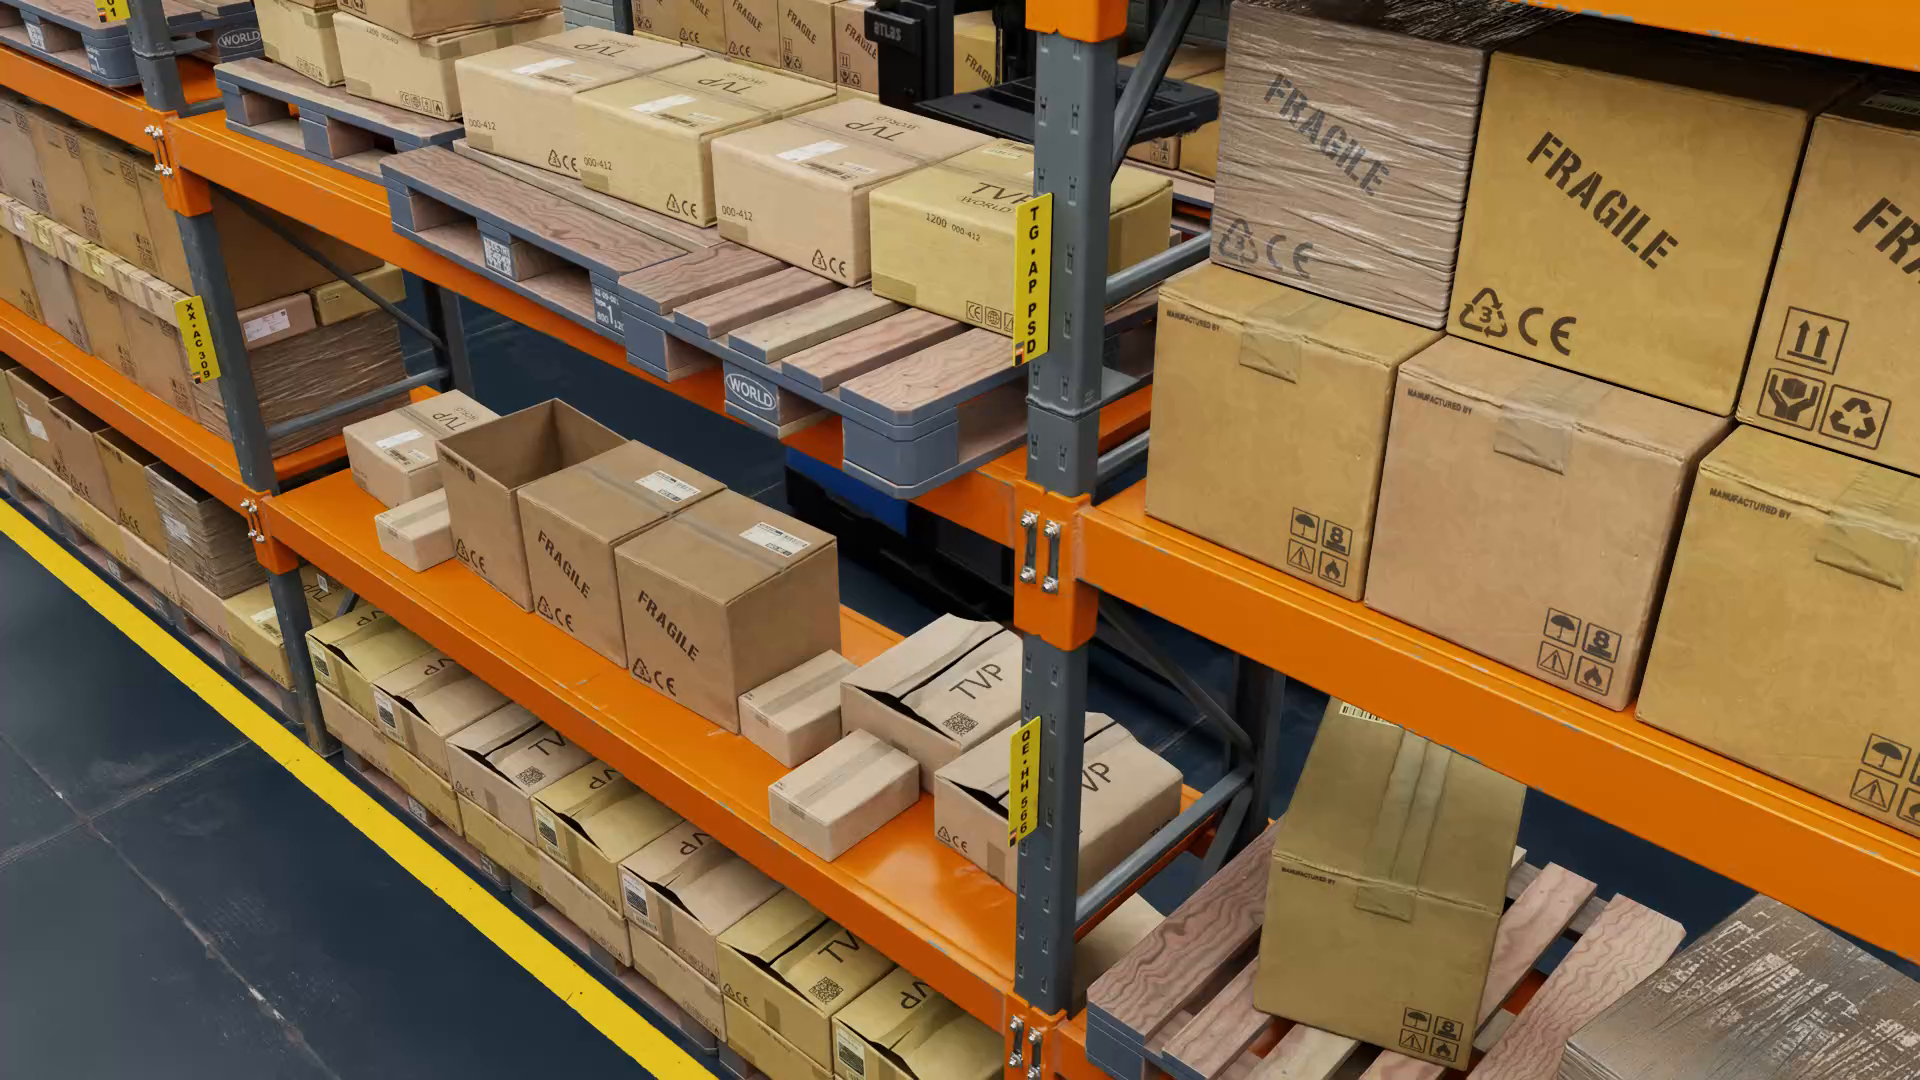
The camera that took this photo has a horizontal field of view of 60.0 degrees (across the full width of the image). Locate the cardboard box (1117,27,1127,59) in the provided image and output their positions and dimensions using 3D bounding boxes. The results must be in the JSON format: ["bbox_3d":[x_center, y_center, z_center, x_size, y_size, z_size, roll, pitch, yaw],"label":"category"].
[{"bbox_3d":[0.664,-2.951,10.142,0.500,0.500,0.500,24,38,34],"label":"cardboard box"}]

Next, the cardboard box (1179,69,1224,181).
[{"bbox_3d":[1.636,-2.289,9.120,0.700,0.500,0.500,-25,39,-35],"label":"cardboard box"}]

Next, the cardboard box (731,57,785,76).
[{"bbox_3d":[-1.177,-3.128,11.164,0.500,0.250,0.500,24,39,34],"label":"cardboard box"}]

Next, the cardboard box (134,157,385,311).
[{"bbox_3d":[-2.782,-1.297,6.641,0.500,0.500,0.700,25,39,35],"label":"cardboard box"}]

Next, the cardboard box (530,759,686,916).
[{"bbox_3d":[-1.169,0.981,5.928,0.500,0.311,0.500,26,40,36],"label":"cardboard box"}]

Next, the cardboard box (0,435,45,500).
[{"bbox_3d":[-4.793,-0.491,8.916,0.500,0.250,0.500,25,39,35],"label":"cardboard box"}]

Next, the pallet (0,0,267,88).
[{"bbox_3d":[-3.099,-2.080,6.474,1.213,0.211,1.003,25,39,35],"label":"pallet"}]

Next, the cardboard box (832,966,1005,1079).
[{"bbox_3d":[-0.037,1.508,5.052,0.500,0.311,0.500,26,40,36],"label":"cardboard box"}]

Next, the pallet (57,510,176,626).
[{"bbox_3d":[-3.920,-0.066,8.655,1.213,0.211,1.003,25,39,35],"label":"pallet"}]

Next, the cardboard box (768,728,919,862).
[{"bbox_3d":[-0.336,0.739,4.857,0.250,0.149,0.380,25,39,35],"label":"cardboard box"}]

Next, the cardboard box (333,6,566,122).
[{"bbox_3d":[-1.590,-1.542,5.233,0.500,0.250,0.500,21,37,31],"label":"cardboard box"}]

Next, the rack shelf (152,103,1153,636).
[{"bbox_3d":[-0.966,-0.832,5.013,4.000,0.370,1.077,25,39,35],"label":"rack shelf"}]

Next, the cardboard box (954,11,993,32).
[{"bbox_3d":[-0.060,-2.924,10.098,0.500,0.500,0.500,25,39,35],"label":"cardboard box"}]

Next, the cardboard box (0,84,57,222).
[{"bbox_3d":[-3.899,-1.818,7.507,0.500,0.500,0.700,25,39,35],"label":"cardboard box"}]

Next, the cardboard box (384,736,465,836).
[{"bbox_3d":[-1.938,0.863,6.667,0.500,0.250,0.500,26,40,36],"label":"cardboard box"}]

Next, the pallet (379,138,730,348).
[{"bbox_3d":[-0.878,-0.954,4.700,1.213,0.211,1.003,27,40,37],"label":"pallet"}]

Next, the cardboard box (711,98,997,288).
[{"bbox_3d":[-0.258,-0.874,4.123,0.500,0.250,0.500,26,40,36],"label":"cardboard box"}]

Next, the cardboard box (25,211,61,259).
[{"bbox_3d":[-3.934,-1.411,7.459,0.250,0.149,0.380,27,40,37],"label":"cardboard box"}]

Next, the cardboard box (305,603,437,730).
[{"bbox_3d":[-2.310,0.449,6.811,0.500,0.311,0.500,25,39,35],"label":"cardboard box"}]

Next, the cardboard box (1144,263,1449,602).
[{"bbox_3d":[0.863,-0.353,3.422,0.500,0.500,0.910,25,39,35],"label":"cardboard box"}]

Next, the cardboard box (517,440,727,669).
[{"bbox_3d":[-1.129,0.038,5.682,0.500,0.500,0.500,25,39,35],"label":"cardboard box"}]

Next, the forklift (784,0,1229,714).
[{"bbox_3d":[0.416,-1.013,7.591,1.130,2.935,3.031,-25,39,-35],"label":"forklift"}]

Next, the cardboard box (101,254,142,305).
[{"bbox_3d":[-3.368,-1.147,7.020,0.250,0.149,0.380,25,39,35],"label":"cardboard box"}]

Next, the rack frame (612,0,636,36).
[{"bbox_3d":[-2.094,-3.827,12.199,0.127,3.000,1.000,25,39,35],"label":"rack frame"}]

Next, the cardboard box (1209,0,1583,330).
[{"bbox_3d":[0.836,-0.766,3.139,0.500,0.500,0.500,25,39,35],"label":"cardboard box"}]

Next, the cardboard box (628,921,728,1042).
[{"bbox_3d":[-0.793,1.394,5.785,0.500,0.250,0.500,26,40,36],"label":"cardboard box"}]

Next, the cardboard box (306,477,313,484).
[{"bbox_3d":[-2.959,-0.321,7.906,0.500,0.500,0.500,25,39,35],"label":"cardboard box"}]

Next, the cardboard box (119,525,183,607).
[{"bbox_3d":[-3.684,0.030,8.051,0.500,0.250,0.500,25,39,35],"label":"cardboard box"}]

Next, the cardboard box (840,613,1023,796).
[{"bbox_3d":[-0.017,0.492,5.111,0.500,0.311,0.500,25,39,35],"label":"cardboard box"}]

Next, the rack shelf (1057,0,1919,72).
[{"bbox_3d":[1.999,-0.561,2.043,4.000,0.370,1.077,25,39,35],"label":"rack shelf"}]

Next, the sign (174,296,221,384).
[{"bbox_3d":[-2.821,-0.739,6.153,0.005,0.325,0.100,25,39,35],"label":"sign"}]

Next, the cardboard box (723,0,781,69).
[{"bbox_3d":[-1.203,-3.456,10.982,0.500,0.500,0.500,24,38,34],"label":"cardboard box"}]

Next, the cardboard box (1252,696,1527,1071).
[{"bbox_3d":[1.059,0.789,4.026,0.500,0.500,0.700,12,33,19],"label":"cardboard box"}]

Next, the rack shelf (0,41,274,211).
[{"bbox_3d":[-3.932,-2.216,7.312,4.000,0.370,1.077,25,39,35],"label":"rack shelf"}]

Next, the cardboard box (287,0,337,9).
[{"bbox_3d":[-2.018,-2.041,5.334,0.500,0.500,0.500,26,39,36],"label":"cardboard box"}]

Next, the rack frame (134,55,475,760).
[{"bbox_3d":[-2.449,-0.547,6.751,0.127,3.000,1.000,25,39,35],"label":"rack frame"}]

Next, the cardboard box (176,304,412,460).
[{"bbox_3d":[-2.782,-0.741,6.976,0.500,0.500,0.700,24,38,34],"label":"cardboard box"}]

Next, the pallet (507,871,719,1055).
[{"bbox_3d":[-0.968,1.310,6.370,1.213,0.211,1.003,25,39,35],"label":"pallet"}]

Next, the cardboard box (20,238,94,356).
[{"bbox_3d":[-3.928,-1.273,7.860,0.500,0.500,0.700,26,40,36],"label":"cardboard box"}]

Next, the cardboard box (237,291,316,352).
[{"bbox_3d":[-2.795,-0.880,6.578,0.250,0.149,0.380,25,39,35],"label":"cardboard box"}]

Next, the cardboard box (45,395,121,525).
[{"bbox_3d":[-4.056,-0.464,8.144,0.500,0.500,0.500,25,39,35],"label":"cardboard box"}]
